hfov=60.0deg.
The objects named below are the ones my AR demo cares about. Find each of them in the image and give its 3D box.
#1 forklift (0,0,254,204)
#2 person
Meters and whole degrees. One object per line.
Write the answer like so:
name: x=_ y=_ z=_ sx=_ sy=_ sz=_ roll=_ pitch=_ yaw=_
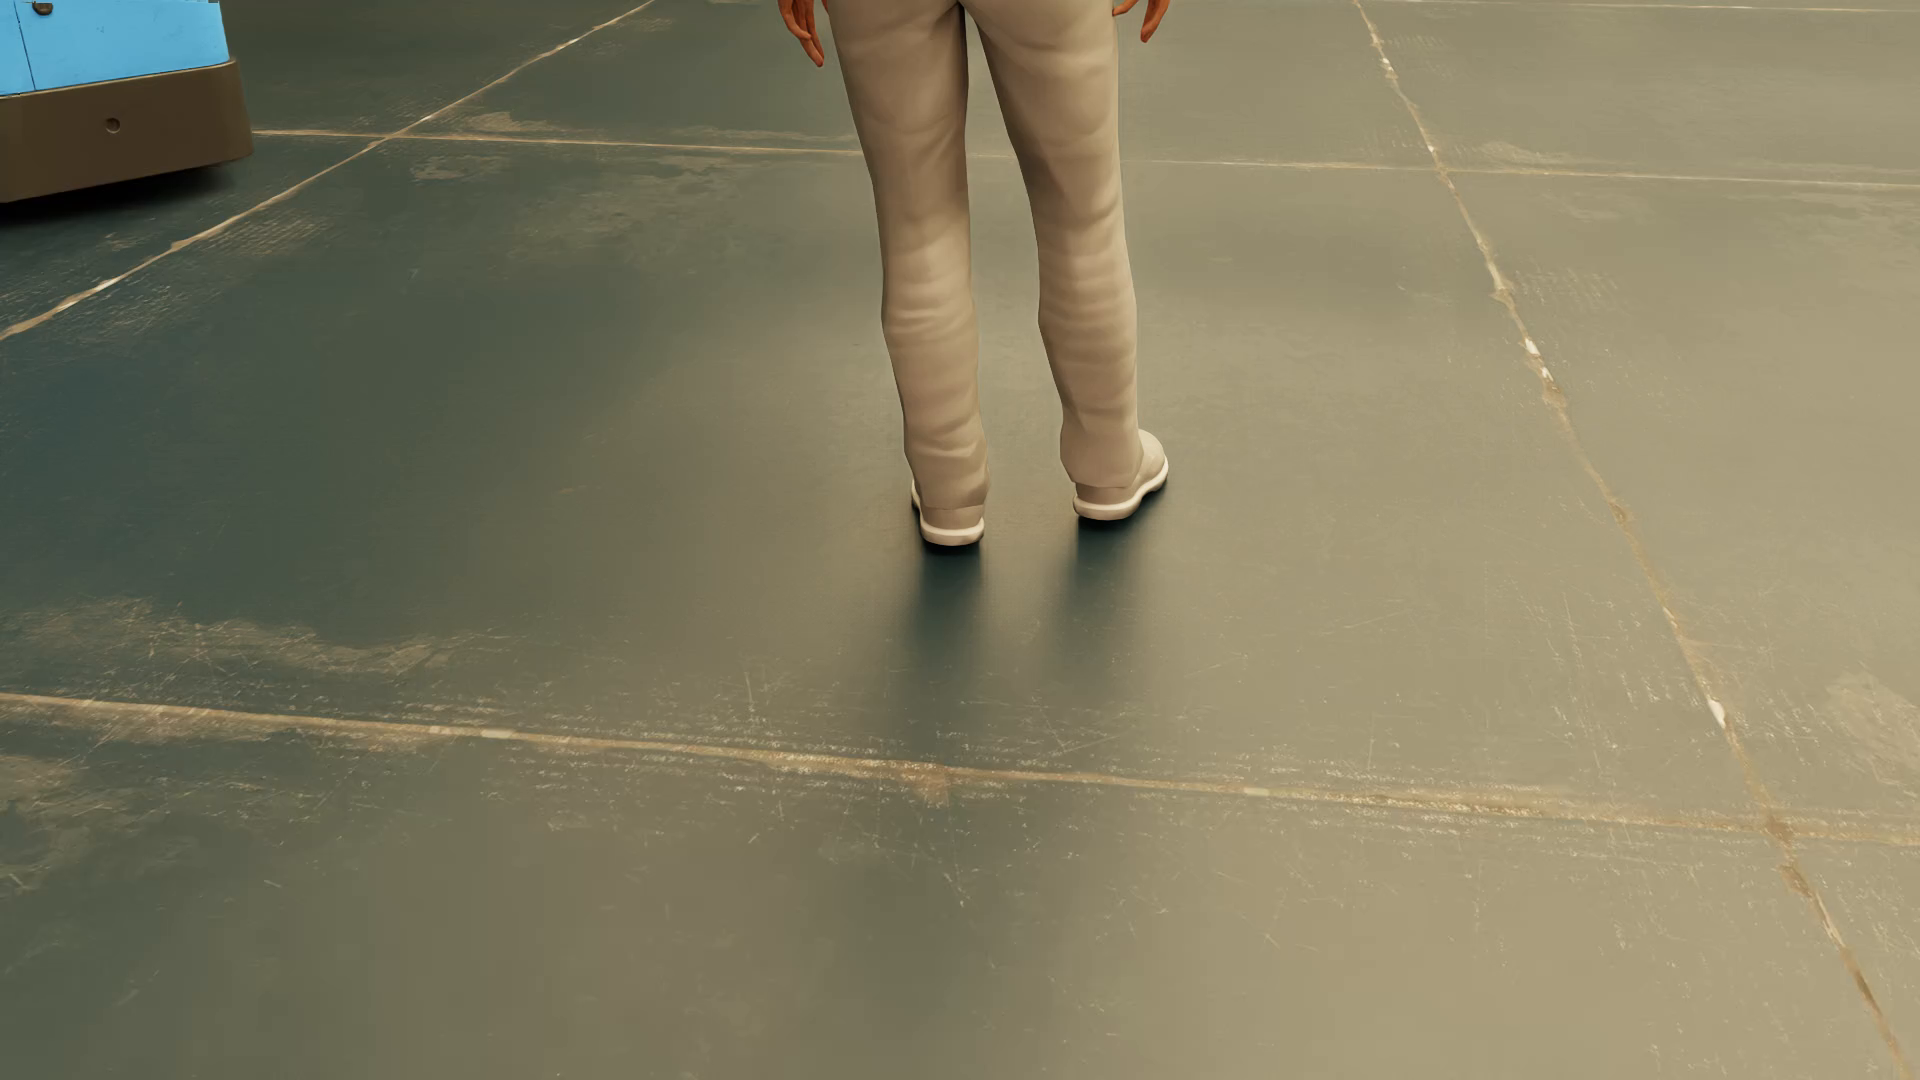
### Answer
forklift: x=-3.286 y=-2.545 z=4.319 sx=3.031 sy=2.935 sz=1.130 roll=22 pitch=34 yaw=37
person: x=0.030 y=-0.796 z=2.182 sx=0.569 sy=1.695 sz=0.530 roll=3 pitch=27 yaw=7
